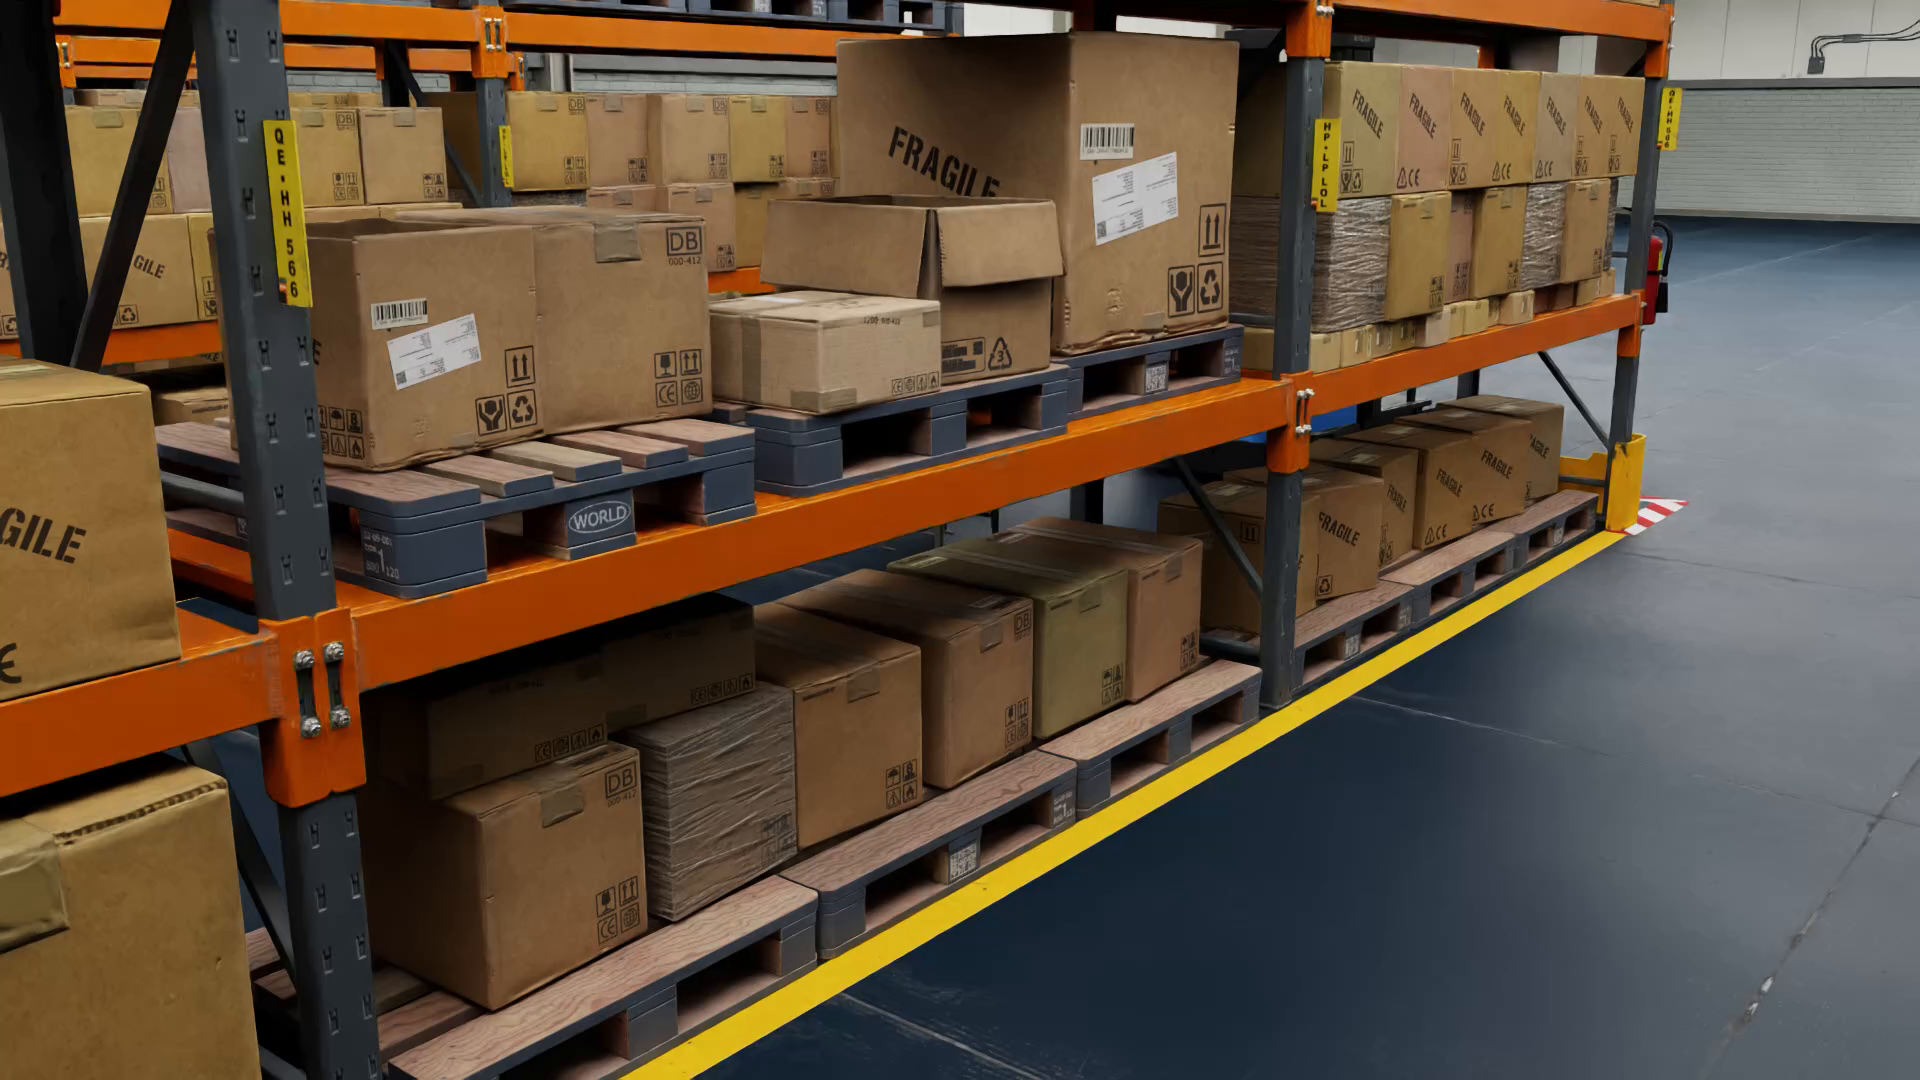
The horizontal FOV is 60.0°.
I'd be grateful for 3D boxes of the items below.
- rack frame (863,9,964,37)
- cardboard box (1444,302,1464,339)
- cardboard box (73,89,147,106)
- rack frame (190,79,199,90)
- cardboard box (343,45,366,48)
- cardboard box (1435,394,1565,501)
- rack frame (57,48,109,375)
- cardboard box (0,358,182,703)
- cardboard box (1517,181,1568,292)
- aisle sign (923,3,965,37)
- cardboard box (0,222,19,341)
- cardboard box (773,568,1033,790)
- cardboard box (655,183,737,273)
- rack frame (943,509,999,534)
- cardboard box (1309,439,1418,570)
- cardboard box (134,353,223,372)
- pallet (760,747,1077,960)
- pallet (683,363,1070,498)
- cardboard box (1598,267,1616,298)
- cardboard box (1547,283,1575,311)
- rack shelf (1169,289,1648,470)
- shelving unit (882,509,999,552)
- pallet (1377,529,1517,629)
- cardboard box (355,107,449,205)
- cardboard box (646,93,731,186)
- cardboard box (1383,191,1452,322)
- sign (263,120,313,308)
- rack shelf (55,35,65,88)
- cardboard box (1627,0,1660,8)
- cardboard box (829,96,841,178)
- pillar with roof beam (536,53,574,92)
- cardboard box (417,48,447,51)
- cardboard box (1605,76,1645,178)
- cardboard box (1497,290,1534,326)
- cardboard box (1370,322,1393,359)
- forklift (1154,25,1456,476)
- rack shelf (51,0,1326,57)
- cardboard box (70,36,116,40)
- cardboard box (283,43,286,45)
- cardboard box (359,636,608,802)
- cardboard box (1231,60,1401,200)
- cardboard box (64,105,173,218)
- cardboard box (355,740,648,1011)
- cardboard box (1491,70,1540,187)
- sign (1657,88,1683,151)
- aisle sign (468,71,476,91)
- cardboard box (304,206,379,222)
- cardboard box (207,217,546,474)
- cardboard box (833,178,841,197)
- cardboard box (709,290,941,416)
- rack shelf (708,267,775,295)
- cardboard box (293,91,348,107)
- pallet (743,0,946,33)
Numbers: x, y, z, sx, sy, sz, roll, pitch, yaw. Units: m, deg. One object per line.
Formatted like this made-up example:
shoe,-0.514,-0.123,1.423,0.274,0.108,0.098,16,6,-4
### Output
rack frame,-0.398,-2.424,12.571,1.000,3.000,0.127,11,18,38
cardboard box,2.018,-0.987,7.425,0.380,0.149,0.250,11,18,38
cardboard box,-6.381,-3.132,12.523,0.700,0.500,0.500,11,18,37
rack frame,-8.175,-3.938,18.531,1.000,3.000,0.127,11,18,38
cardboard box,-5.145,-4.150,13.784,0.380,0.149,0.250,11,18,36
cardboard box,2.991,-0.512,9.269,0.500,0.500,0.500,-12,18,-39
rack frame,-6.826,-2.404,12.495,1.000,3.000,0.127,11,18,38
cardboard box,-1.749,-0.020,2.908,0.500,0.500,0.500,12,19,39
cardboard box,2.460,-1.525,8.226,0.875,0.500,0.500,11,18,38
aisle sign,-0.120,-3.651,12.122,0.394,0.787,0.004,11,18,38
cardboard box,-4.299,-1.179,7.467,0.500,0.500,0.500,11,18,37
cardboard box,-0.186,0.437,5.492,0.700,0.500,0.500,9,17,33
cardboard box,-1.930,-1.997,10.587,0.875,0.550,0.550,11,18,38
rack frame,0.049,-1.033,8.924,0.400,2.100,0.015,11,18,38
cardboard box,1.848,-0.175,7.944,0.500,0.500,0.500,9,17,33
cardboard box,-5.422,-1.290,11.648,0.500,0.500,0.500,11,18,38
pallet,-0.372,0.865,5.290,1.003,0.211,1.213,11,18,38
pallet,-0.419,-0.397,4.984,1.003,0.211,1.213,11,18,38
cardboard box,3.378,-1.428,9.164,0.380,0.149,0.250,11,18,38
cardboard box,2.934,-1.279,8.577,0.380,0.149,0.250,11,18,38
rack shelf,2.139,-0.905,8.055,1.077,0.370,4.000,11,18,38
shelving unit,-0.104,-0.986,8.740,0.431,2.100,0.503,11,18,38
pallet,2.043,0.112,8.253,1.003,0.211,1.213,11,18,38
cardboard box,-3.220,-2.095,9.043,0.700,0.500,0.500,11,18,37
cardboard box,-1.952,-2.525,10.470,0.875,0.550,0.550,11,18,38
cardboard box,1.555,-1.230,7.066,0.875,0.500,0.500,11,18,38
sign,-1.198,-0.581,2.965,0.100,0.325,0.005,11,18,38
rack shelf,-8.083,-3.126,10.707,1.077,0.370,4.000,11,18,38
cardboard box,3.291,-2.886,8.605,0.500,0.250,0.500,12,18,39
cardboard box,-0.935,-2.835,11.693,0.875,0.550,0.550,11,18,38
pillar with roof beam,-2.194,-7.334,19.718,9.100,9.000,0.400,11,18,38
cardboard box,-4.643,-4.292,14.346,0.380,0.149,0.250,12,19,39
cardboard box,3.243,-2.170,8.737,0.500,0.500,0.500,11,18,38
cardboard box,2.517,-1.125,7.969,0.380,0.149,0.250,11,18,38
cardboard box,1.554,-0.842,6.854,0.380,0.149,0.250,11,18,38
forklift,2.550,-2.057,11.267,1.130,2.935,3.031,14,20,43
rack shelf,-0.375,-1.593,4.670,1.077,0.370,4.000,11,18,38
cardboard box,-6.435,-3.758,12.243,0.380,0.149,0.250,11,18,37
cardboard box,-5.561,-3.991,13.161,0.380,0.149,0.250,11,18,36
cardboard box,-1.234,0.397,4.128,0.500,0.250,0.500,12,19,40
cardboard box,1.363,-1.595,6.471,0.500,0.500,0.500,11,18,38
cardboard box,-4.178,-1.803,7.893,0.700,0.500,0.500,11,18,37
cardboard box,-1.226,0.762,4.214,0.700,0.500,0.500,10,17,35
cardboard box,2.296,-1.884,7.609,0.500,0.500,0.500,11,18,38
sign,3.815,-2.261,8.939,0.100,0.325,0.005,11,18,38
aisle sign,-4.514,-4.490,15.426,0.394,0.787,0.004,11,18,38
cardboard box,-3.350,-1.468,8.607,0.500,0.500,0.500,11,18,37
cardboard box,-1.323,-0.466,3.810,0.500,0.500,0.500,9,17,31
cardboard box,-0.925,-2.310,11.818,0.875,0.550,0.550,11,18,38
cardboard box,-0.399,-0.521,4.533,0.500,0.250,0.500,11,18,36
rack shelf,-1.655,-1.692,11.152,1.077,0.370,4.000,11,18,38
cardboard box,-5.449,-3.433,13.705,0.700,0.500,0.500,11,18,37
pallet,-0.856,-3.691,11.647,1.003,0.211,1.213,11,18,38
